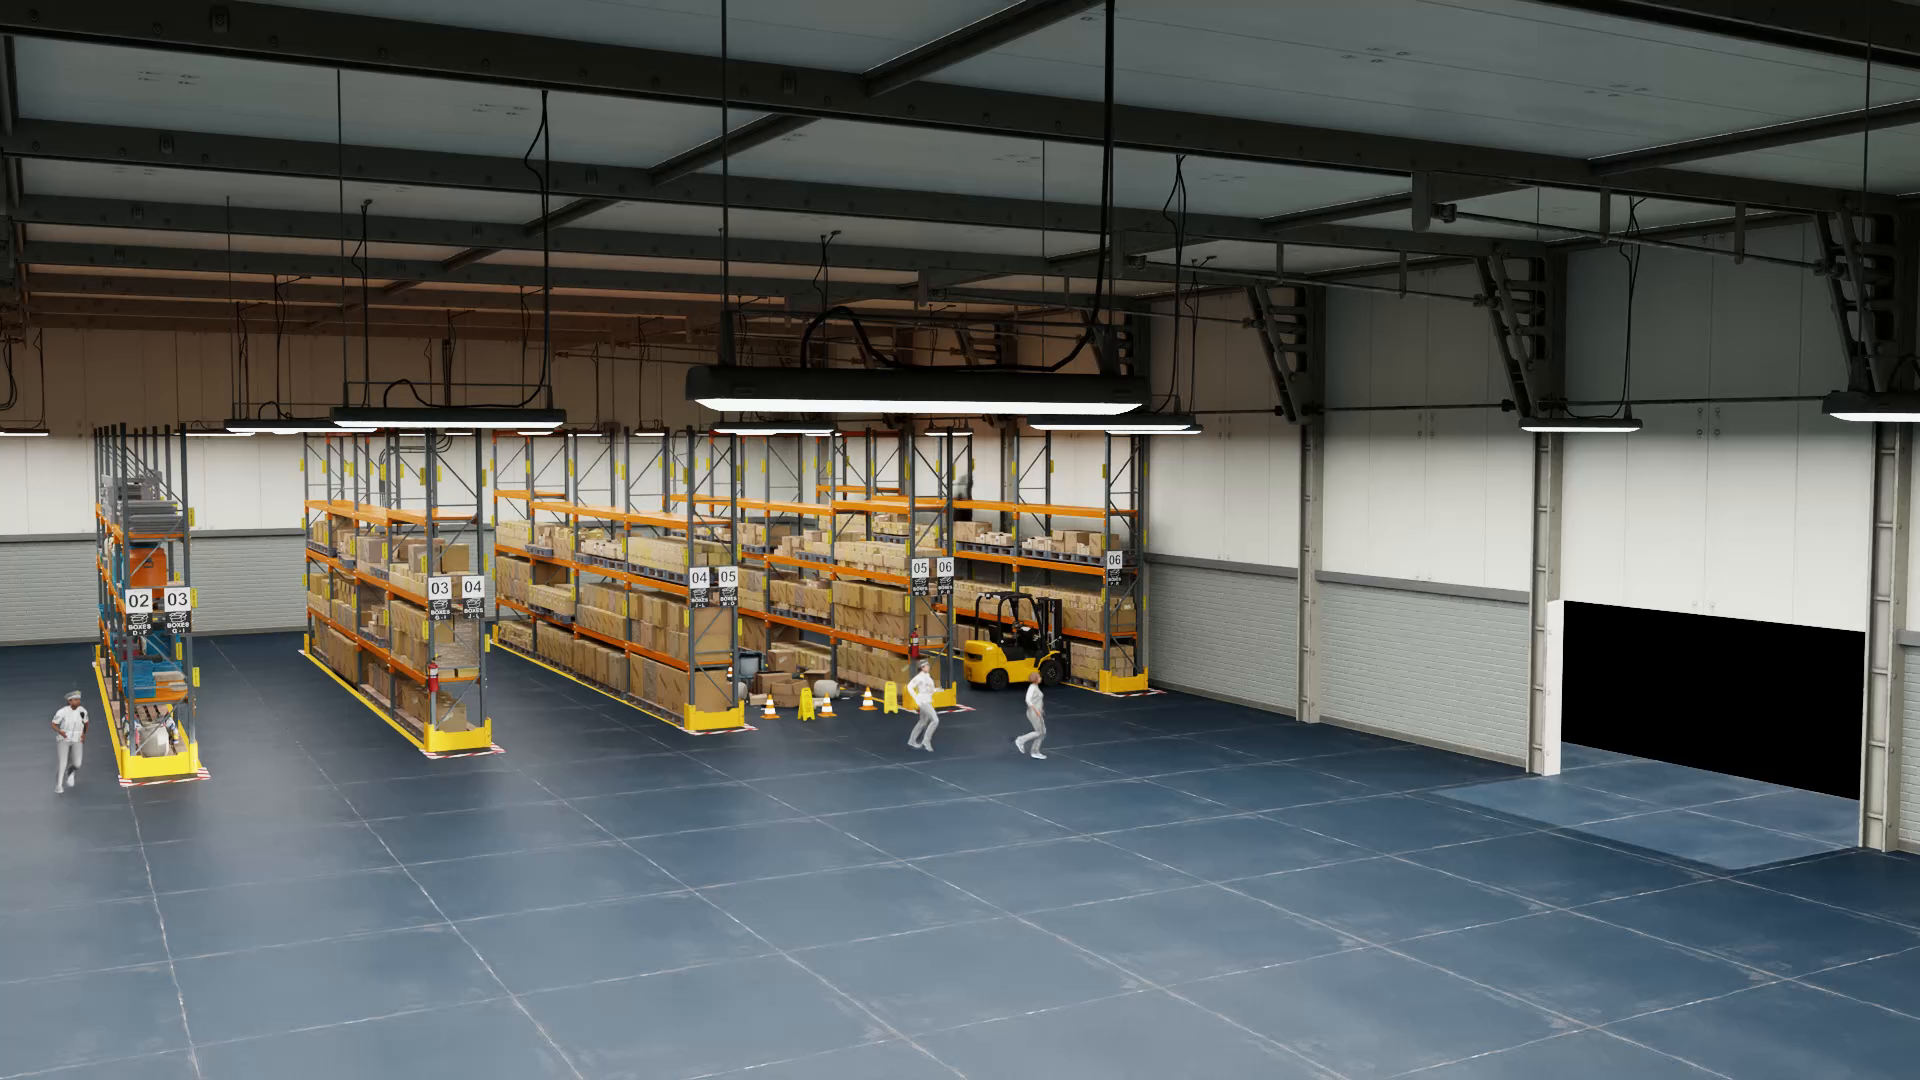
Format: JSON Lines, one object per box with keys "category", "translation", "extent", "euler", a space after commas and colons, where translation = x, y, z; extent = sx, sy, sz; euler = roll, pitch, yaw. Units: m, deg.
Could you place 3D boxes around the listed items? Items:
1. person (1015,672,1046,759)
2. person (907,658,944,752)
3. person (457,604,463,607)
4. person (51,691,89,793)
{"category": "person", "translation": [1.276, 3.149, 29.853], "extent": [0.552, 1.556, 0.549], "euler": [1, 4, 13]}
{"category": "person", "translation": [-0.643, 3.030, 30.540], "extent": [0.708, 1.727, 0.545], "euler": [1, 4, 12]}
{"category": "person", "translation": [-13.052, 2.201, 44.175], "extent": [0.675, 1.775, 0.907], "euler": [-1, 4, -20]}
{"category": "person", "translation": [-14.502, 3.274, 27.148], "extent": [0.573, 1.626, 0.529], "euler": [-3, 5, -41]}
